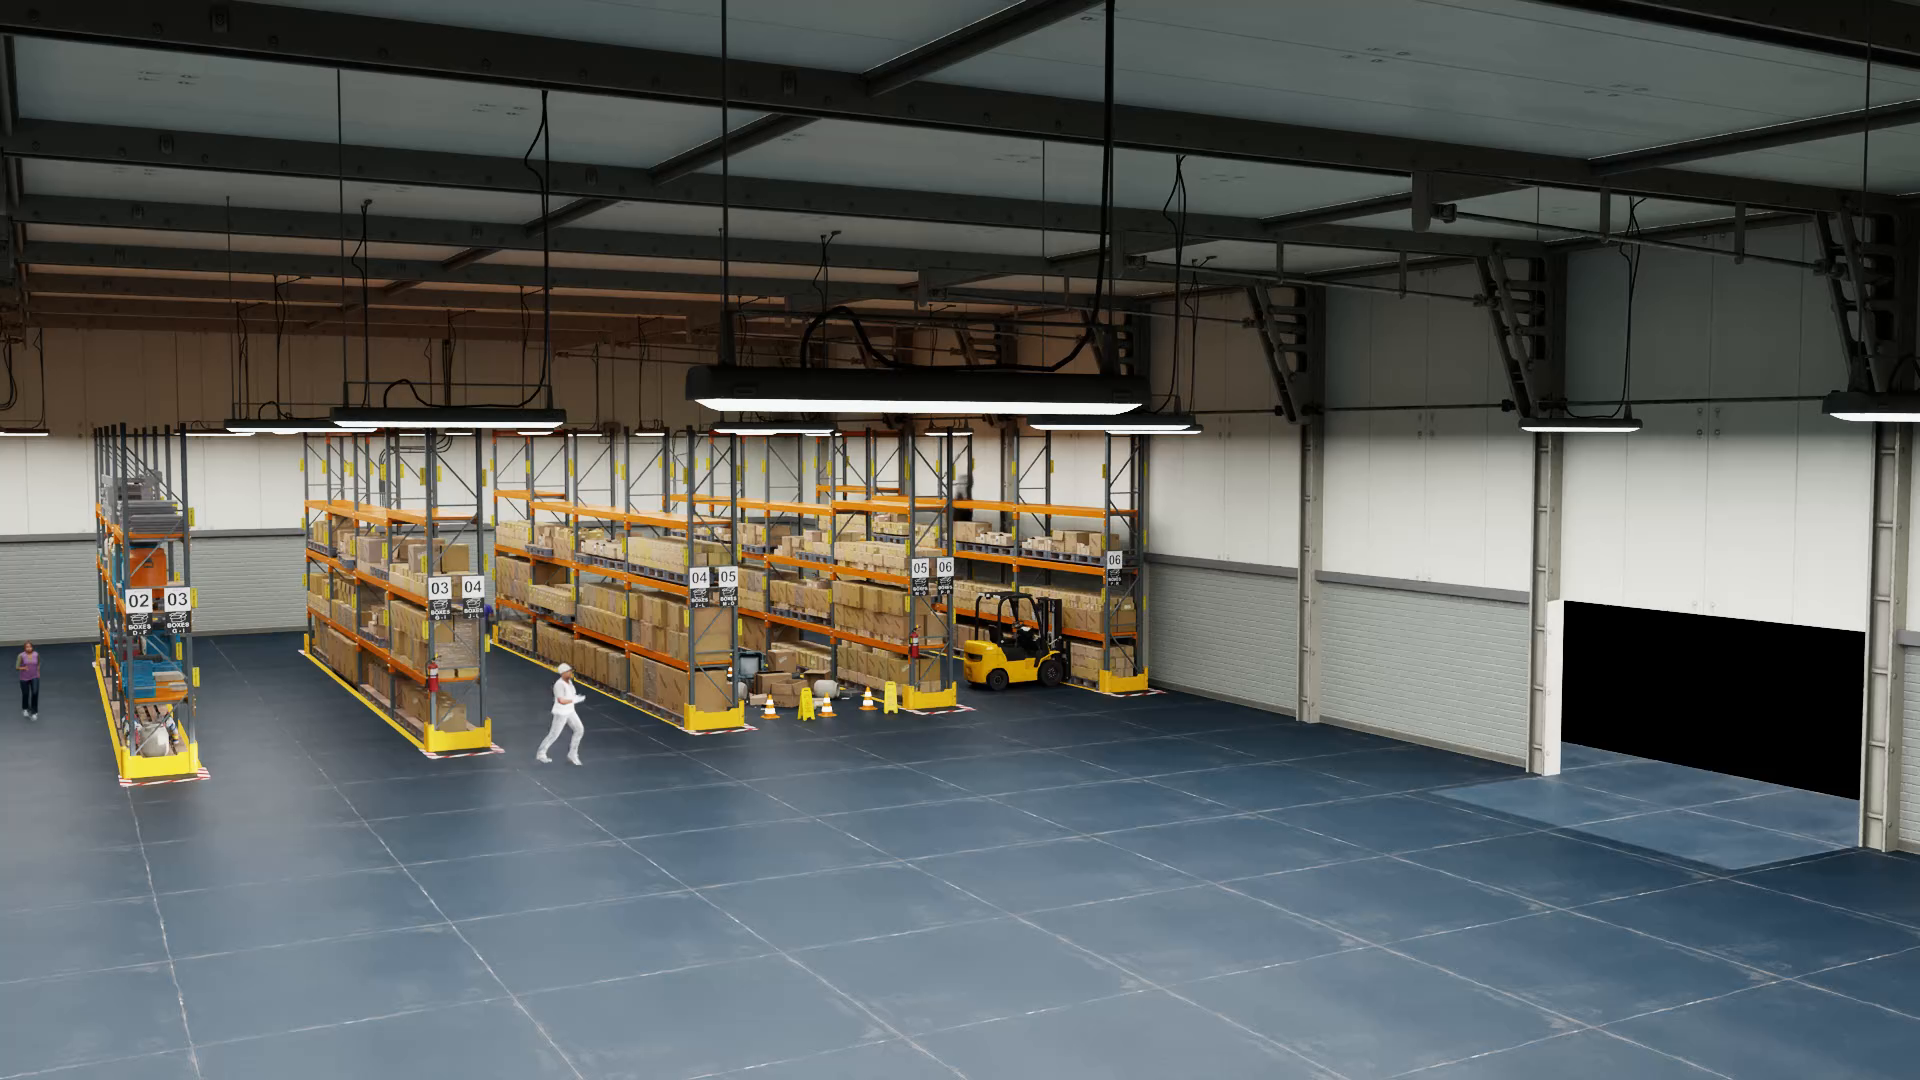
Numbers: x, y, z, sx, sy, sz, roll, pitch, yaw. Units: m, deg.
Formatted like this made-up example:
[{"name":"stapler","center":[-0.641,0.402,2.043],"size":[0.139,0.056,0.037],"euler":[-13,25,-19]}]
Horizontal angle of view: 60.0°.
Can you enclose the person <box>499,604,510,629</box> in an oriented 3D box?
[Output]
[{"name":"person","center":[-13.117,2.035,48.073],"size":[0.715,1.572,0.567],"euler":[-2,4,-33]}]

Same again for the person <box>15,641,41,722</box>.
[{"name":"person","center":[-19.010,2.867,33.951],"size":[0.492,1.628,0.787],"euler":[-2,4,-35]}]

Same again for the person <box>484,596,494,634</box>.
[{"name":"person","center":[-12.421,2.279,43.350],"size":[0.556,1.704,0.799],"euler":[-2,4,-25]}]

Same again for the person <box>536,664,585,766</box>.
[{"name":"person","center":[-6.966,3.067,29.164],"size":[0.907,1.822,0.693],"euler":[1,4,11]}]
